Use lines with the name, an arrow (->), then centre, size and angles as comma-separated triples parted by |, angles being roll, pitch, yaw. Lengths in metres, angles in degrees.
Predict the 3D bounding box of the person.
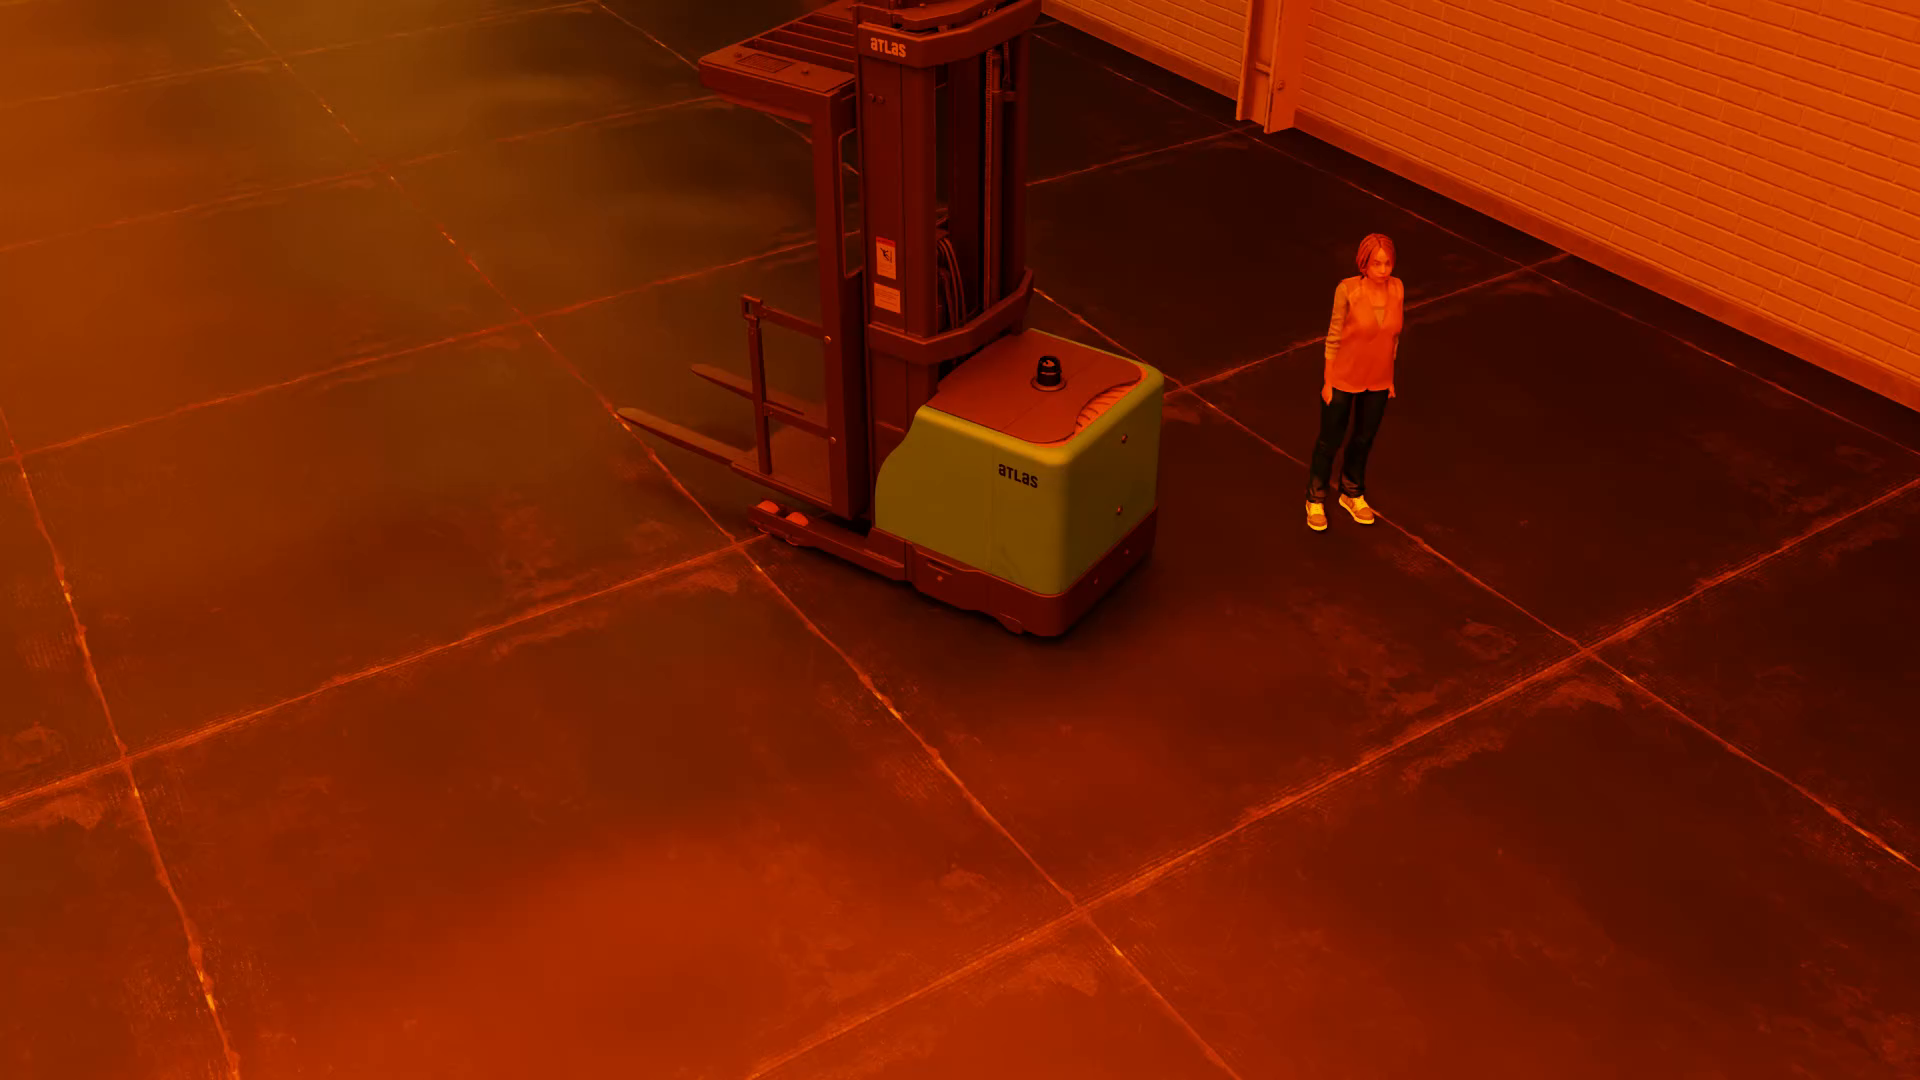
person -> 2.022, -0.797, 8.442 | 0.403, 1.601, 0.323 | -7, 36, -10

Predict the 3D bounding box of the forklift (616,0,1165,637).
forklift -> -0.500, -1.399, 8.138 | 3.031, 2.935, 1.130 | 22, 41, 28
